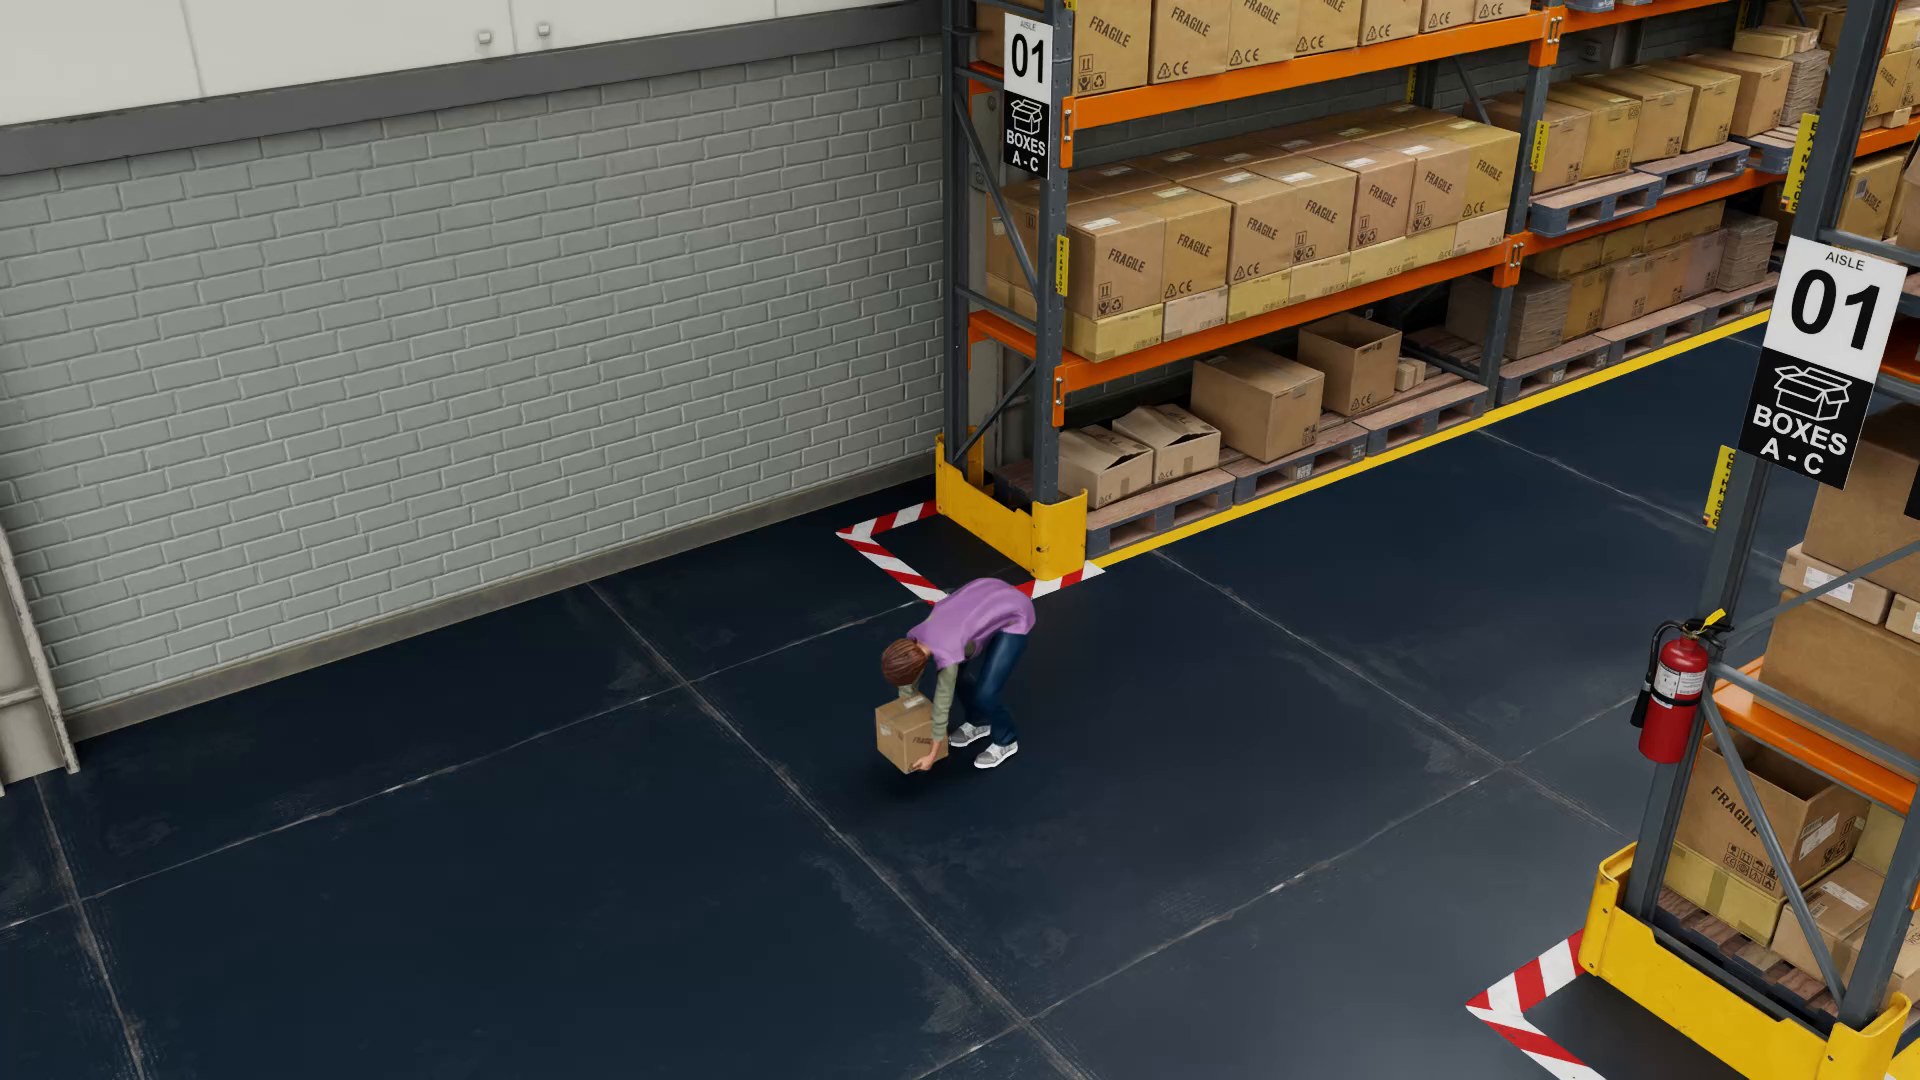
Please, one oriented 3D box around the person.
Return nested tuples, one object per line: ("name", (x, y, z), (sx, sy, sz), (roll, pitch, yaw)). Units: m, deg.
("person", (-0.019, 0.689, 8.062), (0.866, 0.948, 0.410), (-21, 35, -33))
